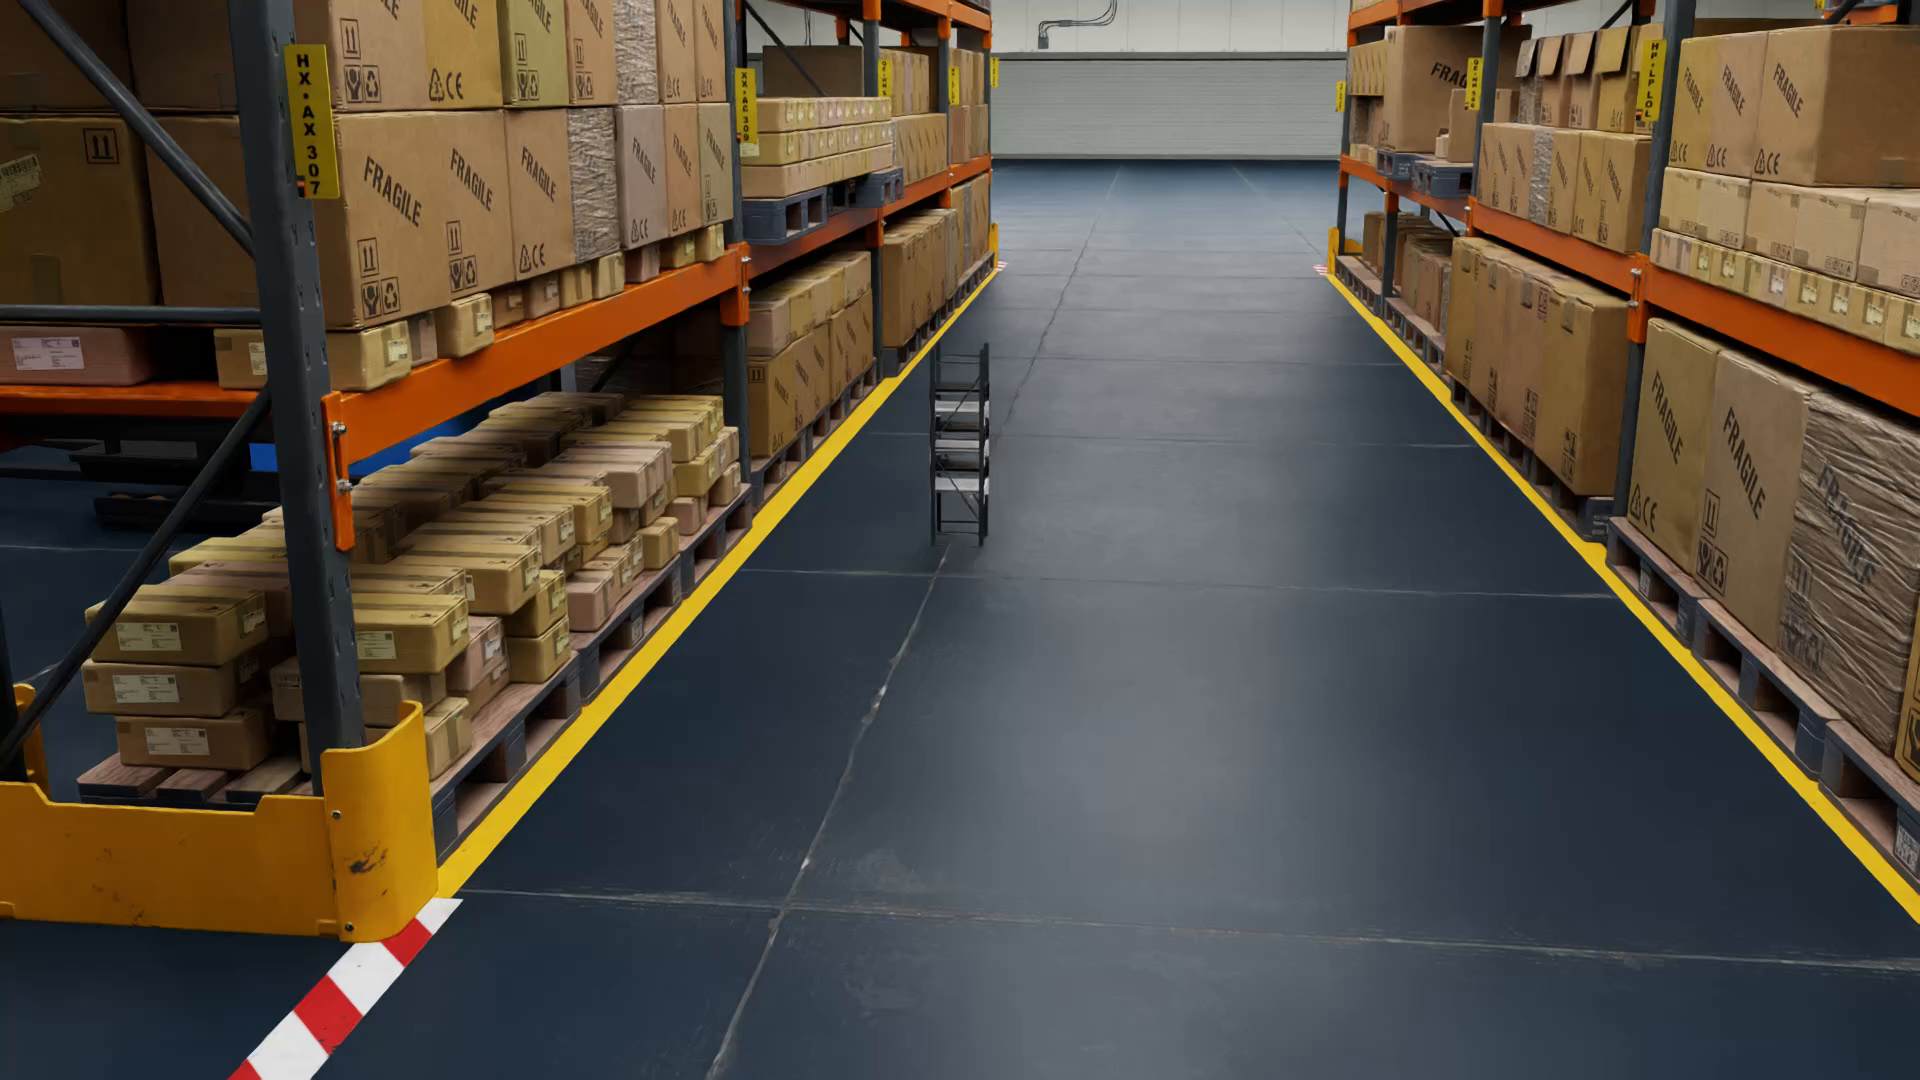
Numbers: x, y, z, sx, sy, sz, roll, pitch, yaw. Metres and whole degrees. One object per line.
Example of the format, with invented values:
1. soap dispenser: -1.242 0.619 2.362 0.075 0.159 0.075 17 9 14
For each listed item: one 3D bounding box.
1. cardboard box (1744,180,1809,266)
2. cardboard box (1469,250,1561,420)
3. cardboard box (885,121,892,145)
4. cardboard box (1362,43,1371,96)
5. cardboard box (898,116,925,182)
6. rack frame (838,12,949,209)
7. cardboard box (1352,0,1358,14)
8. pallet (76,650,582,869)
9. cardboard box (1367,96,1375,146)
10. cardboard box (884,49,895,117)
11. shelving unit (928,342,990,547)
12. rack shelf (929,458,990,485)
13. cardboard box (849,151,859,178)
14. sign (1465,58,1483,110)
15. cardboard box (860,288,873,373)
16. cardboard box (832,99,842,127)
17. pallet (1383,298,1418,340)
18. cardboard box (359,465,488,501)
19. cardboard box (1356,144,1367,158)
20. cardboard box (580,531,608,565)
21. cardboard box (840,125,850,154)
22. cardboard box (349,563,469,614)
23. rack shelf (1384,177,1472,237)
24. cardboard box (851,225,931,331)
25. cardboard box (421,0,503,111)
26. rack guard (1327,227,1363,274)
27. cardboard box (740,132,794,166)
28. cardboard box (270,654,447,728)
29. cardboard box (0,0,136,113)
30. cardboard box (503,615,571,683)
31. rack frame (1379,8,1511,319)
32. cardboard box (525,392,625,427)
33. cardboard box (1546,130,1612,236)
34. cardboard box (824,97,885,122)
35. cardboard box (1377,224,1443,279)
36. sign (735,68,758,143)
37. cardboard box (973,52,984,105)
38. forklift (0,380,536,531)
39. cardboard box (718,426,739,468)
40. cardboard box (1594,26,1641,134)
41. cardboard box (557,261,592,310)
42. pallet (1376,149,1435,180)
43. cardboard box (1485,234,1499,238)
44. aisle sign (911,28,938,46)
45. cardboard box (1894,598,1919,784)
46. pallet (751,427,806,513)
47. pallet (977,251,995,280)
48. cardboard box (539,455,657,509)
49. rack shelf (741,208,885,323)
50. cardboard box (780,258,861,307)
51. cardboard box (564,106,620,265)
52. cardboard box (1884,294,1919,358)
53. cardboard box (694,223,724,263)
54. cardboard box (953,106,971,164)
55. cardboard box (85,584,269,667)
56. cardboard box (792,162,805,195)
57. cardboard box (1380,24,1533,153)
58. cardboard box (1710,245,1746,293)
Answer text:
1. cardboard box: 2.986 -1.068 5.581 0.500 0.250 0.500 2 15 8
2. cardboard box: 3.657 -1.179 9.542 1.225 0.875 0.875 2 15 6
3. cardboard box: -0.656 -2.667 10.886 0.380 0.149 0.250 2 15 7
4. cardboard box: 4.265 -4.637 16.387 0.500 0.500 0.500 2 15 6
5. cardboard box: -0.563 -3.132 13.308 0.500 0.500 0.500 2 15 6
6. rack frame: -0.601 -3.621 15.307 1.000 3.000 0.127 2 15 6
7. cardboard box: 4.456 -5.744 17.701 0.500 0.250 0.500 2 15 8
8. pallet: -1.820 0.608 5.009 1.003 0.211 1.213 2 15 6
9. cardboard box: 4.641 -4.275 16.962 0.875 0.500 0.500 2 15 6
10. cardboard box: -0.881 -3.495 12.734 0.700 0.500 0.500 1 15 5
11. shelving unit: -0.001 -0.432 7.537 0.258 0.900 0.210 2 15 6
12. rack shelf: -0.001 -0.313 7.569 0.258 0.077 0.200 2 15 6
13. cardboard box: -0.802 -2.191 9.695 0.380 0.149 0.250 2 15 8
14. sign: 3.324 -2.946 10.742 0.100 0.325 0.005 2 15 6
15. cardboard box: -0.867 -1.401 11.082 0.500 0.500 0.500 2 15 6
16. cardboard box: -0.858 -2.339 9.102 0.380 0.149 0.250 2 15 8
17. pallet: 4.229 -1.901 14.287 1.003 0.211 1.213 2 15 6
18. cardboard box: -1.950 -0.172 6.069 0.380 0.149 0.250 2 15 7
19. cardboard box: 4.400 -4.104 17.574 0.380 0.149 0.250 2 15 6
20. cardboard box: -1.512 -0.019 6.073 0.380 0.149 0.250 2 15 9
21. cardboard box: -0.828 -2.266 9.401 0.380 0.149 0.250 1 15 5
22. cardboard box: -1.647 0.177 4.780 0.380 0.149 0.250 2 15 7
23. rack shelf: 4.090 -2.583 12.845 1.077 0.370 4.000 2 15 6
24. cardboard box: -0.799 -2.082 13.122 1.050 0.750 0.750 2 15 7
25. cardboard box: -1.590 -1.423 4.501 0.500 0.500 0.500 2 15 8
26. rack guard: 4.758 -3.260 18.760 1.175 0.500 0.348 2 15 6
27. cardboard box: -1.002 -1.860 7.901 0.380 0.149 0.250 2 15 7
28. cardboard box: -1.641 0.393 4.550 0.380 0.149 0.250 2 15 9
29. cardboard box: -2.151 -1.309 4.081 0.500 0.500 0.500 1 15 5
30. cardboard box: -1.471 0.340 5.314 0.380 0.149 0.250 2 15 7
31. rack frame: 4.316 -3.449 14.670 1.000 3.000 0.127 2 15 6
32. cardboard box: -1.749 -0.577 7.565 0.380 0.149 0.250 2 15 9
33. cardboard box: 3.309 -1.815 8.438 0.500 0.500 0.500 2 15 6
34. cardboard box: -0.683 -2.747 10.610 0.380 0.149 0.250 2 15 6
35. cardboard box: 4.450 -2.859 16.475 0.500 0.500 0.500 0 15 1
36. sign: -0.964 -1.950 7.469 0.100 0.325 0.005 2 15 6
37. cardboard box: -0.201 -5.012 18.094 0.875 0.550 0.550 2 15 6
38. forklift: -3.614 -1.589 7.923 3.031 2.935 1.130 3 15 10
39. cardboard box: -1.224 -0.425 7.575 0.380 0.149 0.250 2 15 7
40. cardboard box: 3.566 -2.250 8.123 0.797 0.503 0.637 2 15 7
41. cardboard box: -1.468 -0.868 5.607 0.380 0.149 0.250 2 15 8
42. pallet: 4.085 -3.162 13.978 1.003 0.211 1.213 2 15 6
43. cardboard box: 3.960 -2.092 12.160 0.500 0.250 0.500 3 16 13
44. aisle sign: -0.440 -5.941 18.905 0.394 0.787 0.004 2 15 6
45. cardboard box: 2.954 0.318 4.005 0.875 0.875 0.875 2 15 6
46. pallet: -1.418 -0.402 8.745 1.003 0.211 1.213 2 15 6
47. pallet: -0.162 -3.103 18.732 1.003 0.211 1.213 2 15 6
48. cardboard box: -1.360 -0.220 6.245 0.380 0.149 0.250 1 15 4
49. rack shelf: -1.278 -1.718 9.646 1.077 0.370 4.000 2 15 6
50. cardboard box: -0.915 -1.625 10.474 0.500 0.250 0.500 2 15 7
51. cardboard box: -1.476 -1.208 5.620 0.500 0.500 0.500 1 15 5
52. cardboard box: 2.788 -0.582 4.550 0.380 0.149 0.250 1 15 5
53. cardboard box: -1.224 -1.274 7.108 0.380 0.149 0.250 1 15 5
54. cardboard box: -0.354 -4.069 16.678 0.875 0.550 0.550 2 15 6
55. cardboard box: -2.147 0.233 4.572 0.380 0.149 0.250 2 15 7
56. cardboard box: -0.977 -1.788 8.206 0.380 0.149 0.250 2 15 7
57. cardboard box: 4.087 -3.739 13.790 1.000 1.000 1.000 2 15 7
58. cardboard box: 2.962 -0.981 6.025 0.380 0.149 0.250 1 15 5
